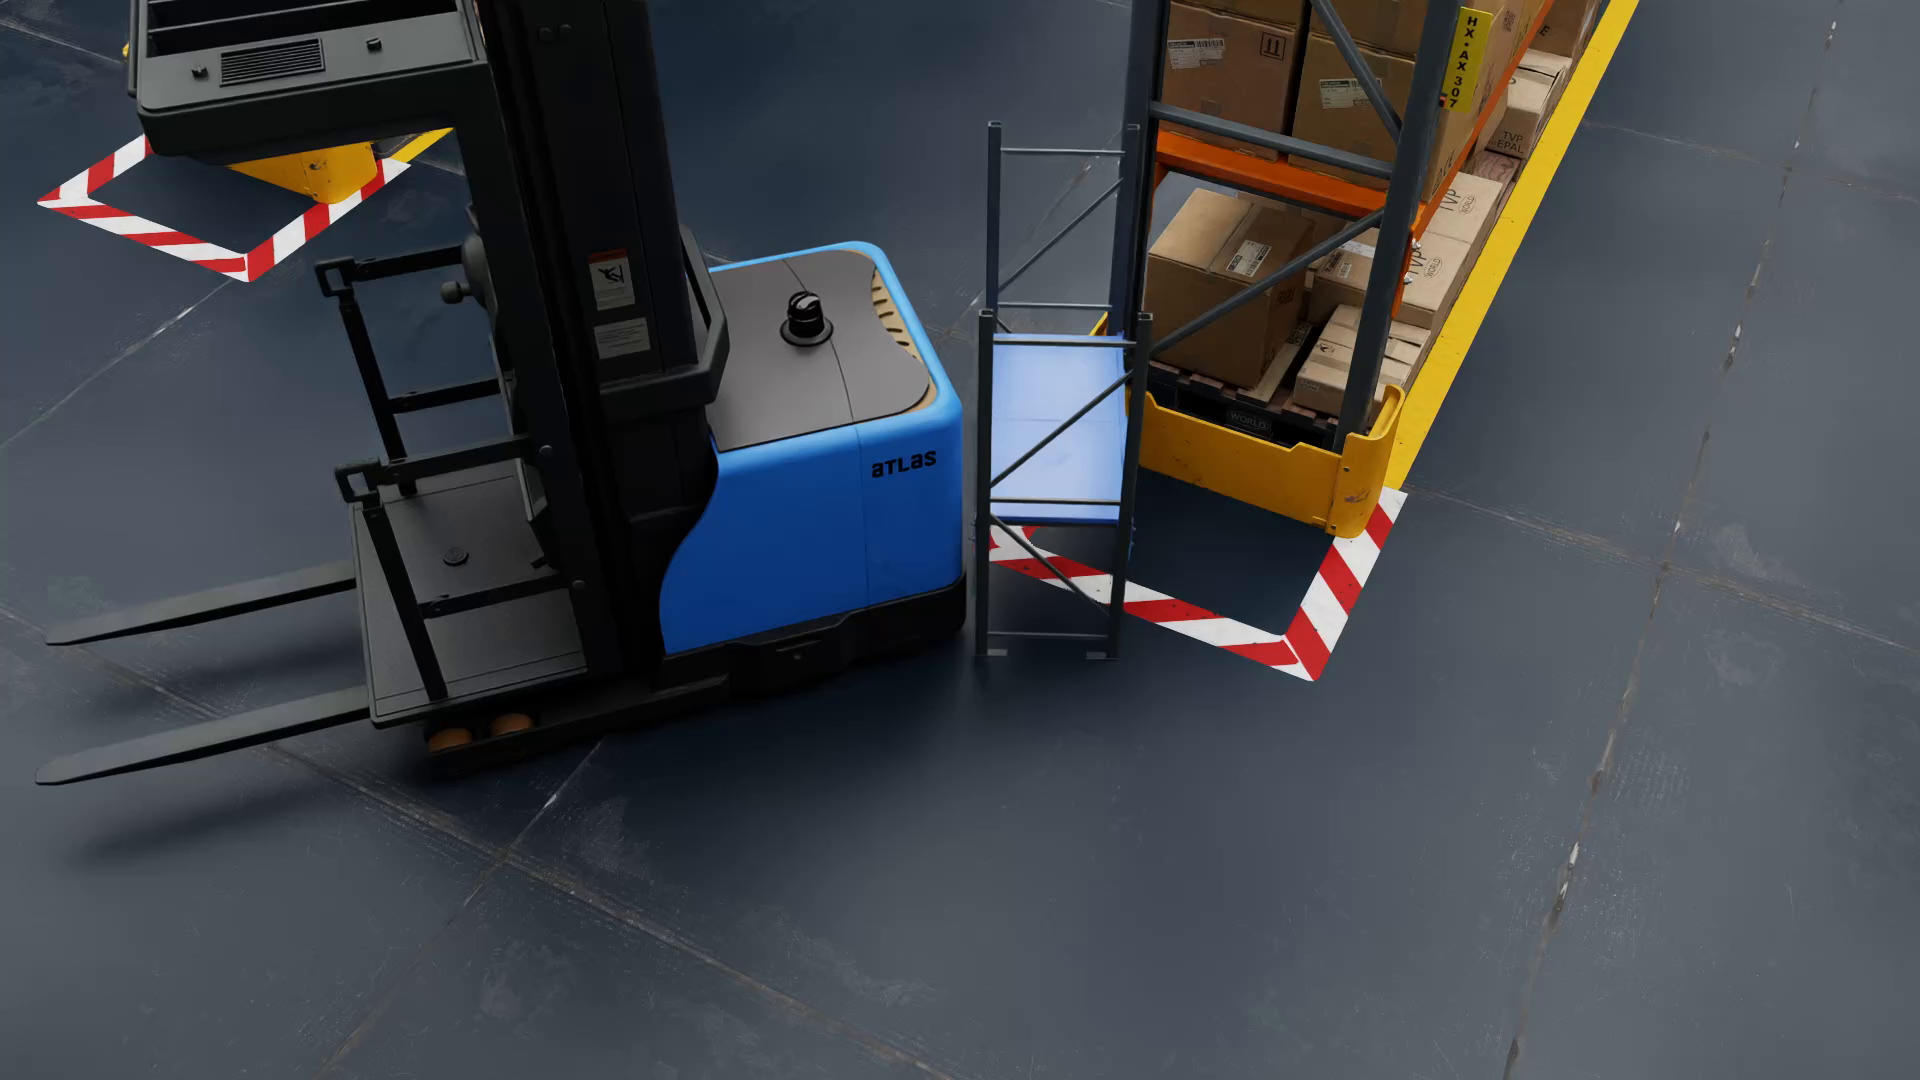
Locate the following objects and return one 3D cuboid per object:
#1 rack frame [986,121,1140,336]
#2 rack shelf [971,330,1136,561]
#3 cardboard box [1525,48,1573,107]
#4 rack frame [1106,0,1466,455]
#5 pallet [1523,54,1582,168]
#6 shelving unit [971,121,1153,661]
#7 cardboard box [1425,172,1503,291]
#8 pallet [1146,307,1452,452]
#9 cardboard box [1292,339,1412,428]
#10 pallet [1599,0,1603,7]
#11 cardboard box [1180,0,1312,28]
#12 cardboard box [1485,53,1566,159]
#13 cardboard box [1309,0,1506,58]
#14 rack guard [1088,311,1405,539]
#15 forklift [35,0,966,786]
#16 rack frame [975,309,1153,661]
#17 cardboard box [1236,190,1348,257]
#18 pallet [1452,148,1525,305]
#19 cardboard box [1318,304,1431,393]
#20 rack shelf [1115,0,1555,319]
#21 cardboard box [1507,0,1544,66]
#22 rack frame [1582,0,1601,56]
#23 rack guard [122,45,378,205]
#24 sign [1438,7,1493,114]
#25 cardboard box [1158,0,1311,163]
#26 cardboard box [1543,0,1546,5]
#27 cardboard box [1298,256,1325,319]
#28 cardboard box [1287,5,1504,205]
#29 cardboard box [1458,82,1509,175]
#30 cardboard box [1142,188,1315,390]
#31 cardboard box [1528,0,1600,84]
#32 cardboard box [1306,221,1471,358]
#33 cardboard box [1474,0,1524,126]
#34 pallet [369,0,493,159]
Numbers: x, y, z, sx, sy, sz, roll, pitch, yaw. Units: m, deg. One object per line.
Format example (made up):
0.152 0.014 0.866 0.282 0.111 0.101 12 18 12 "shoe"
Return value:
0.344 -0.844 6.029 0.500 1.500 0.032 2 45 2 "rack frame"
0.324 -0.356 5.800 0.538 0.185 1.000 2 45 2 "rack shelf"
2.738 -2.259 8.069 0.380 0.149 0.250 20 49 19 "cardboard box"
1.015 -1.296 5.422 1.000 3.000 0.127 20 49 19 "rack frame"
2.552 -2.403 8.477 1.003 0.211 1.213 20 49 19 "pallet"
0.324 -0.482 5.672 0.538 1.500 1.048 2 45 2 "shelving unit"
1.983 -1.363 7.112 0.500 0.250 0.500 20 49 19 "cardboard box"
1.420 -0.866 6.957 1.003 0.211 1.213 20 49 19 "pallet"
1.514 -0.599 6.428 0.380 0.149 0.250 20 49 19 "cardboard box"
3.216 -3.360 9.423 1.003 0.211 1.213 20 49 19 "pallet"
0.978 -2.053 5.397 0.500 0.500 0.500 20 49 19 "cardboard box"
2.510 -2.100 7.798 0.500 0.311 0.500 20 49 19 "cardboard box"
1.455 -1.875 5.221 0.500 0.500 0.500 22 49 20 "cardboard box"
1.050 -0.465 6.358 1.175 0.500 0.348 20 49 19 "rack guard"
-1.553 -0.678 4.859 3.031 2.935 1.130 -13 47 -13 "forklift"
0.304 -0.121 5.315 0.500 1.500 0.032 2 45 2 "rack frame"
1.517 -1.496 7.244 0.500 0.250 0.500 20 49 19 "cardboard box"
1.987 -1.631 7.714 1.003 0.211 1.213 20 49 19 "pallet"
1.630 -0.762 6.577 0.380 0.166 0.250 20 49 19 "cardboard box"
1.943 -2.303 6.923 1.077 0.370 4.000 20 49 19 "rack shelf"
1.925 -2.165 6.211 0.500 0.500 0.500 20 49 19 "cardboard box"
2.872 -3.816 7.912 1.000 3.000 0.127 20 49 19 "rack frame"
-3.370 -2.035 7.910 1.175 0.500 0.348 20 49 19 "rack guard"
1.496 -1.421 4.937 0.100 0.325 0.005 20 49 19 "sign"
0.982 -1.703 5.754 0.500 0.500 0.500 22 49 20 "cardboard box"
2.158 -2.480 6.521 0.500 0.500 0.500 21 49 20 "cardboard box"
1.317 -1.104 6.915 0.380 0.166 0.250 20 49 19 "cardboard box"
1.455 -1.523 5.576 0.500 0.500 0.500 21 49 20 "cardboard box"
2.004 -1.907 7.472 0.797 0.503 0.637 20 49 19 "cardboard box"
1.049 -0.996 6.573 0.500 0.500 0.500 20 49 19 "cardboard box"
2.859 -2.639 8.197 0.500 0.500 0.500 20 49 19 "cardboard box"
1.751 -1.048 6.800 0.500 0.250 0.500 20 49 19 "cardboard box"
1.689 -1.850 5.899 0.500 0.500 0.500 20 49 19 "cardboard box"
-2.953 -2.460 8.533 1.003 0.211 1.213 20 49 19 "pallet"
